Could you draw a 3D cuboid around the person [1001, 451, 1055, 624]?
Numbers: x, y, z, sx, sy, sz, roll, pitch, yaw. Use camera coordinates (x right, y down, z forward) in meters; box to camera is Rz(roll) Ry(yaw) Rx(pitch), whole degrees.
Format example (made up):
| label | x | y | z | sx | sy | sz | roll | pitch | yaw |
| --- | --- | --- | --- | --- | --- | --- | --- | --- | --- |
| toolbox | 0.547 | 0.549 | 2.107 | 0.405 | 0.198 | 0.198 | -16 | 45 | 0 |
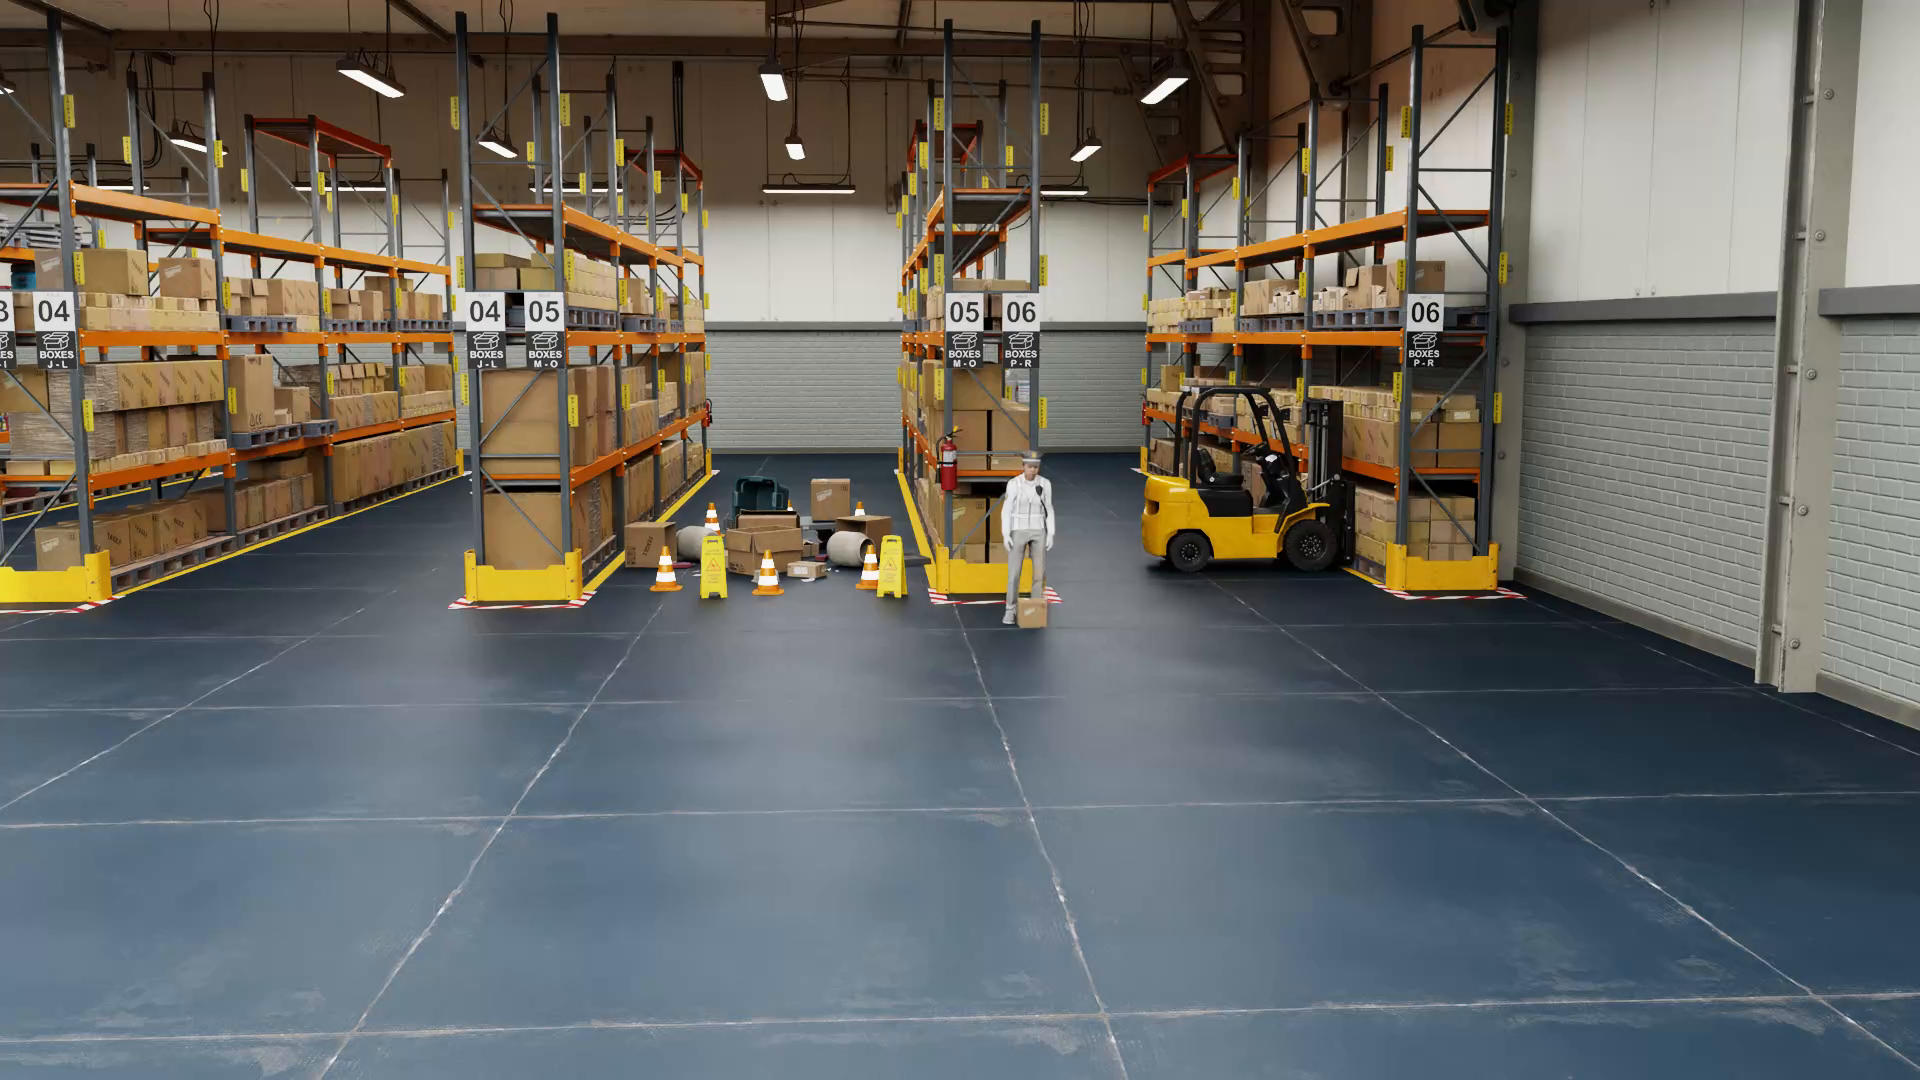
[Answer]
| label | x | y | z | sx | sy | sz | roll | pitch | yaw |
| --- | --- | --- | --- | --- | --- | --- | --- | --- | --- |
| person | 0.659 | -0.032 | 16.000 | 0.516 | 1.663 | 0.367 | -1 | 7 | -6 |
